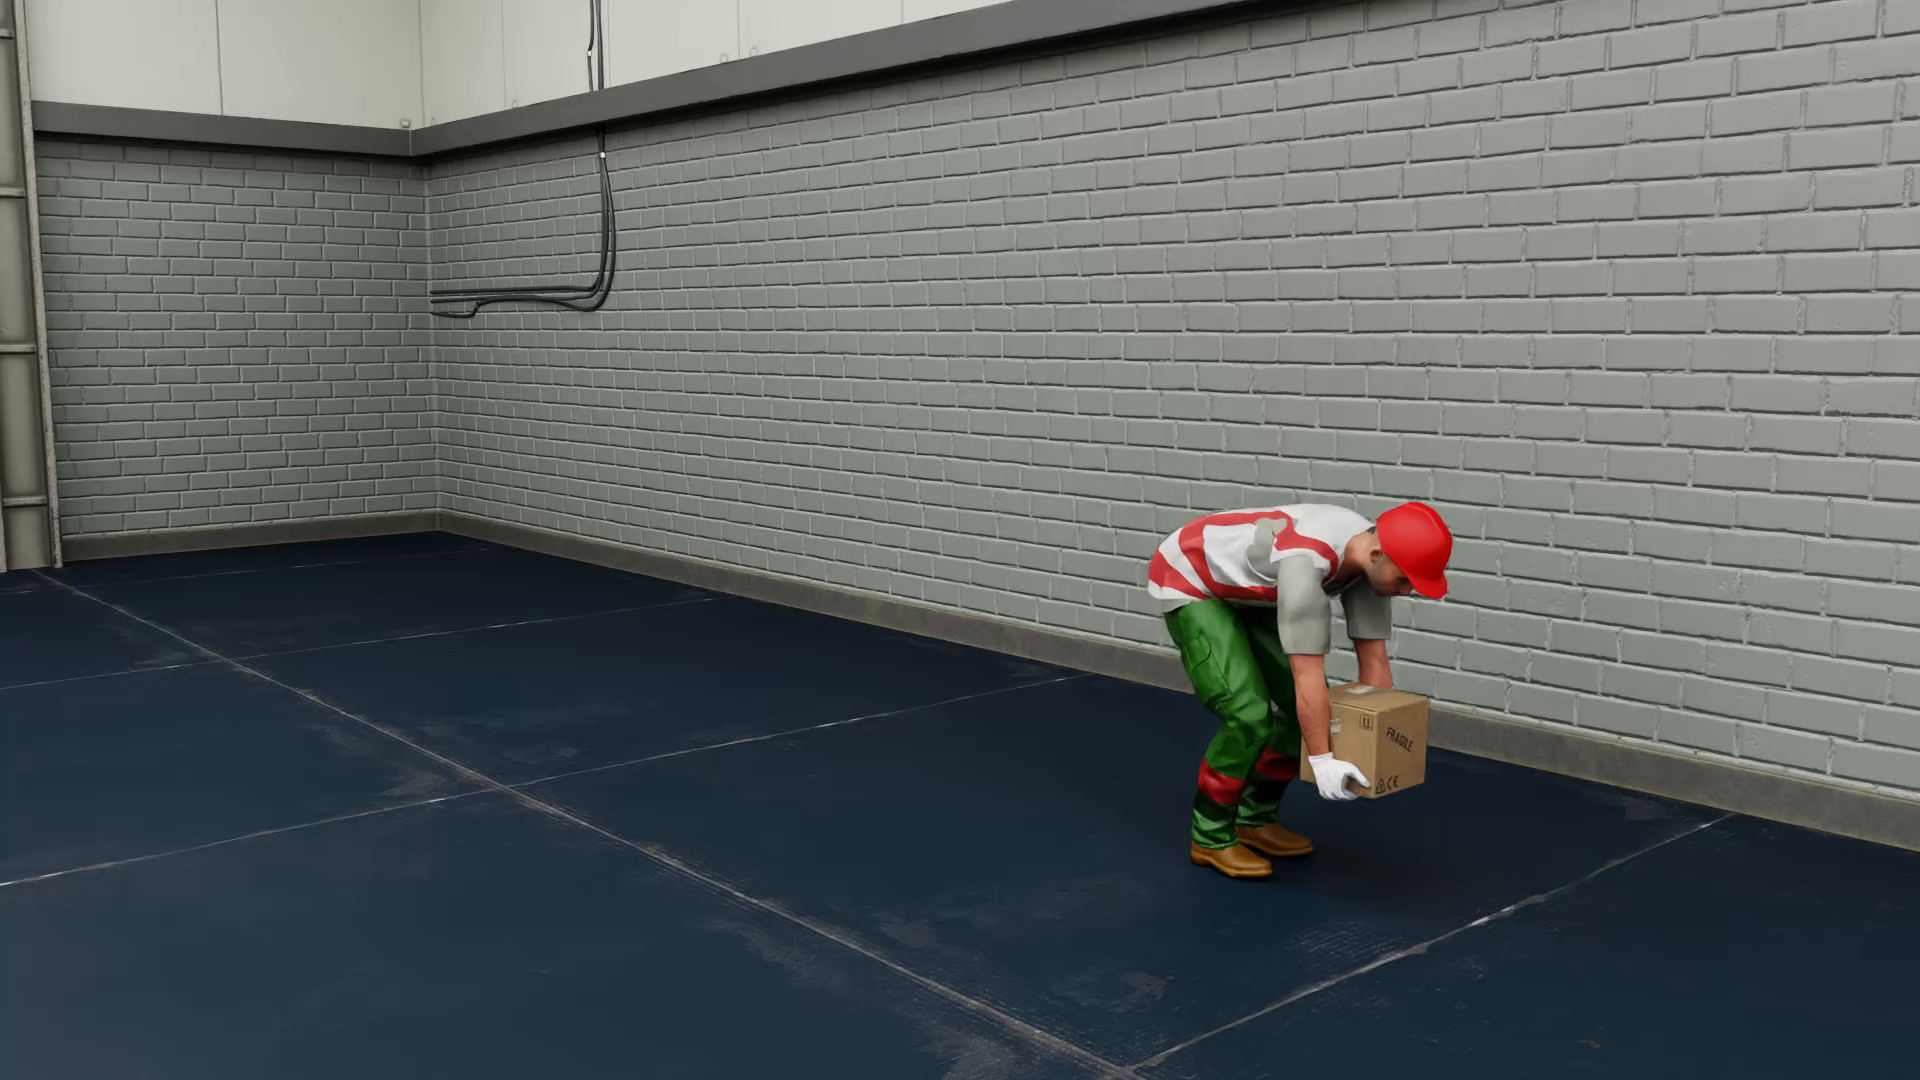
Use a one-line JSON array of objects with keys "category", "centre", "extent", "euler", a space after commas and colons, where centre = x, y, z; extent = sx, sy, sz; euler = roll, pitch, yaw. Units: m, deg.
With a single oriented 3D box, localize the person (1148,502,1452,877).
[{"category": "person", "centre": [0.991, 0.428, 4.896], "extent": [0.517, 1.136, 0.950], "euler": [-7, 10, -44]}]
